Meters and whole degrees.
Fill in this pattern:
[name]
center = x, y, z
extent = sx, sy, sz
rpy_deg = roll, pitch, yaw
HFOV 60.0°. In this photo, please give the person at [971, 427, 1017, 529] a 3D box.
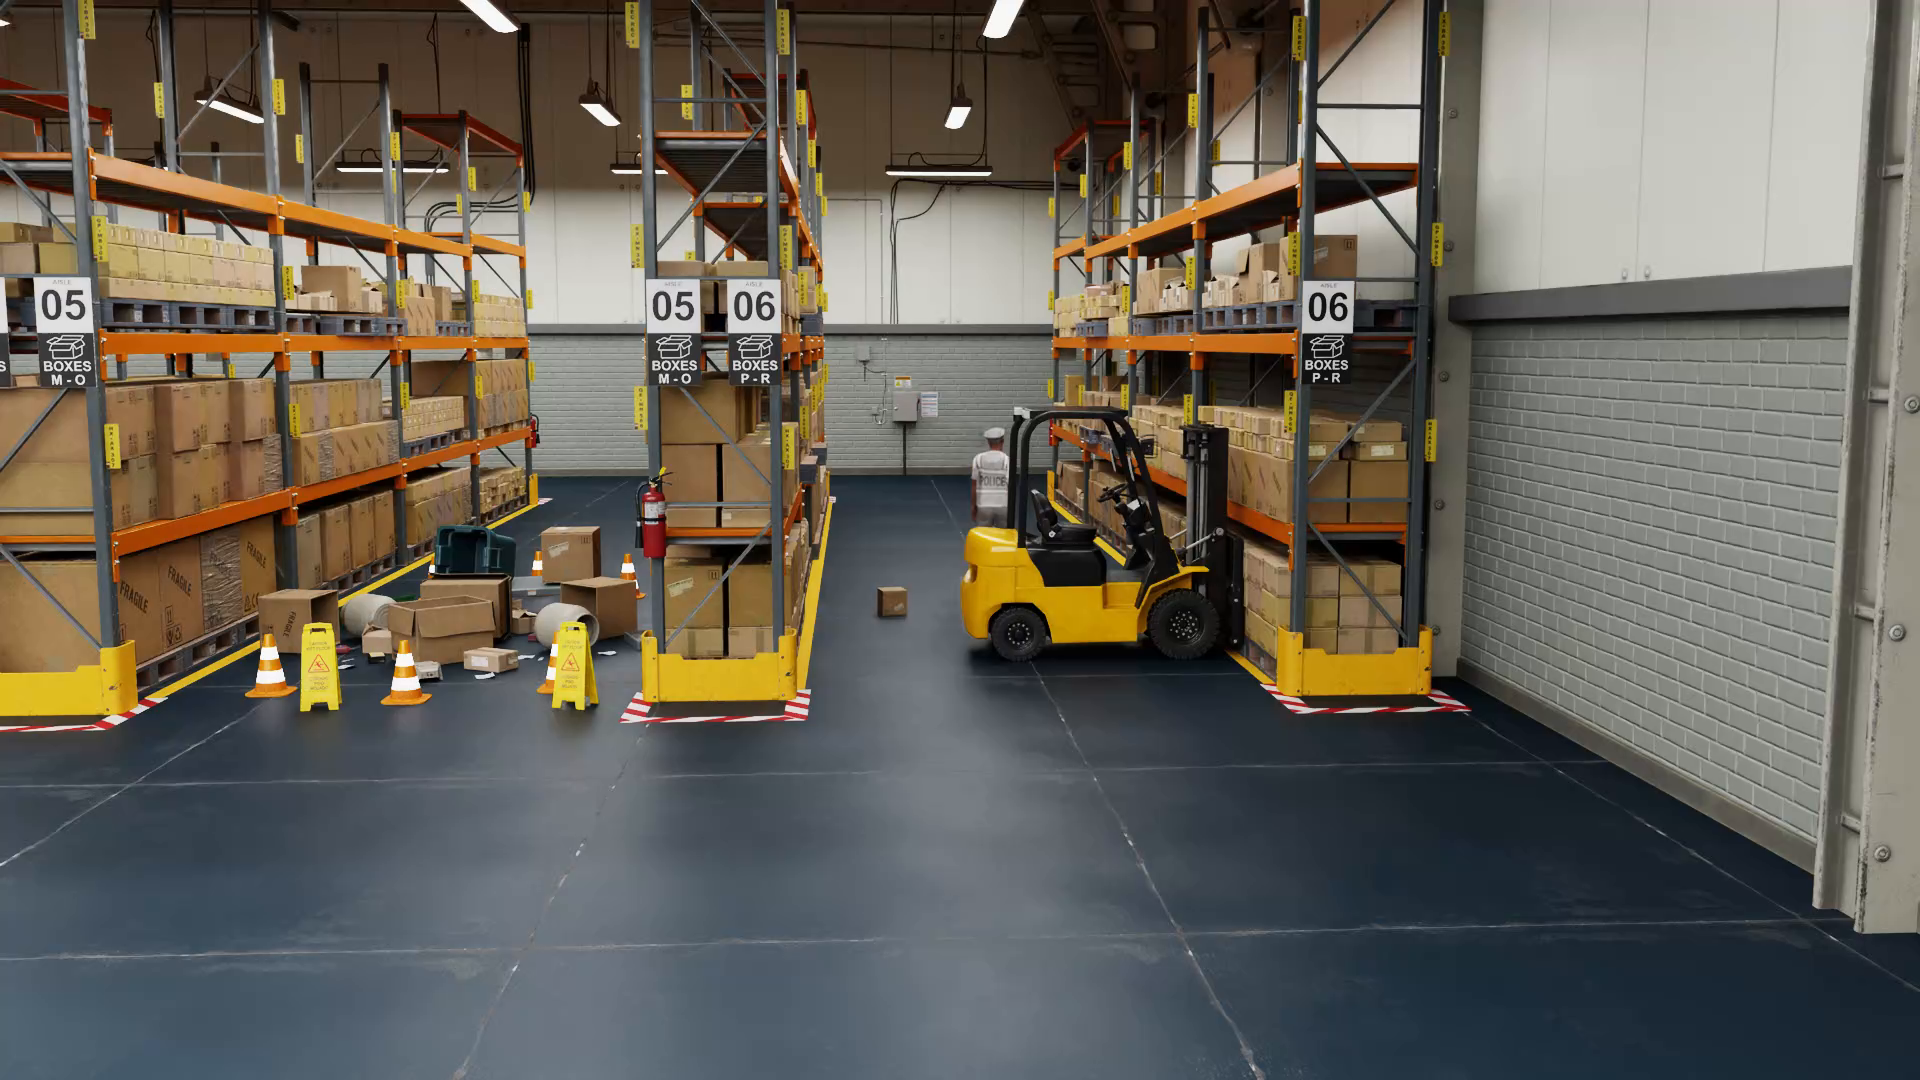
[person]
center = 0.376, -0.378, 18.612
extent = 0.543, 1.749, 0.707
rpy_deg = 1, 7, 11
